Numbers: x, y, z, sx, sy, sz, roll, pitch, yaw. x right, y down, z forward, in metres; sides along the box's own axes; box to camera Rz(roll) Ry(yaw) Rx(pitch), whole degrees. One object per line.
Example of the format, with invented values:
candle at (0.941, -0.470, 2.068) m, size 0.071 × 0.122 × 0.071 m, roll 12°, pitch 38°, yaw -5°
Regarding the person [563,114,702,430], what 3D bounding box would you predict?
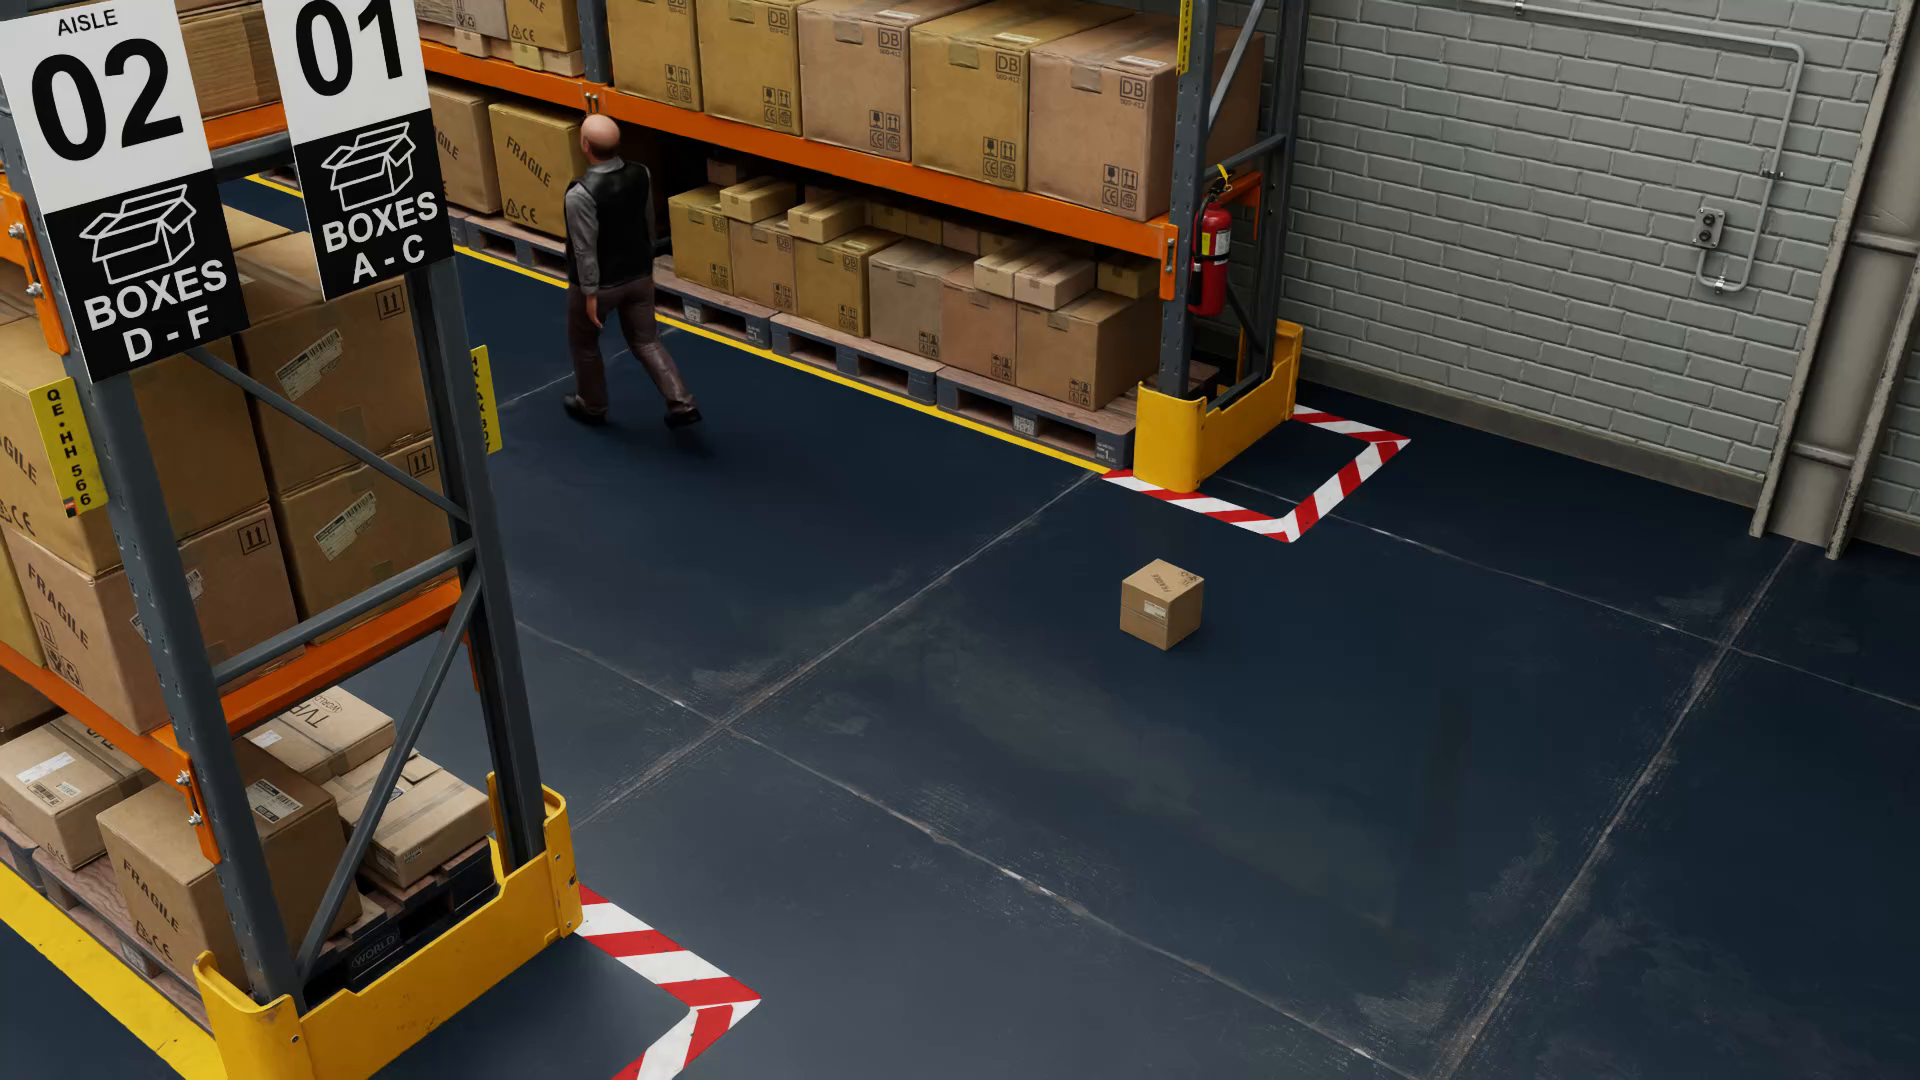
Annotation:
person at (-1.733, -1.315, 8.373) m, size 0.938 × 1.689 × 0.540 m, roll 27°, pitch 40°, yaw 37°
